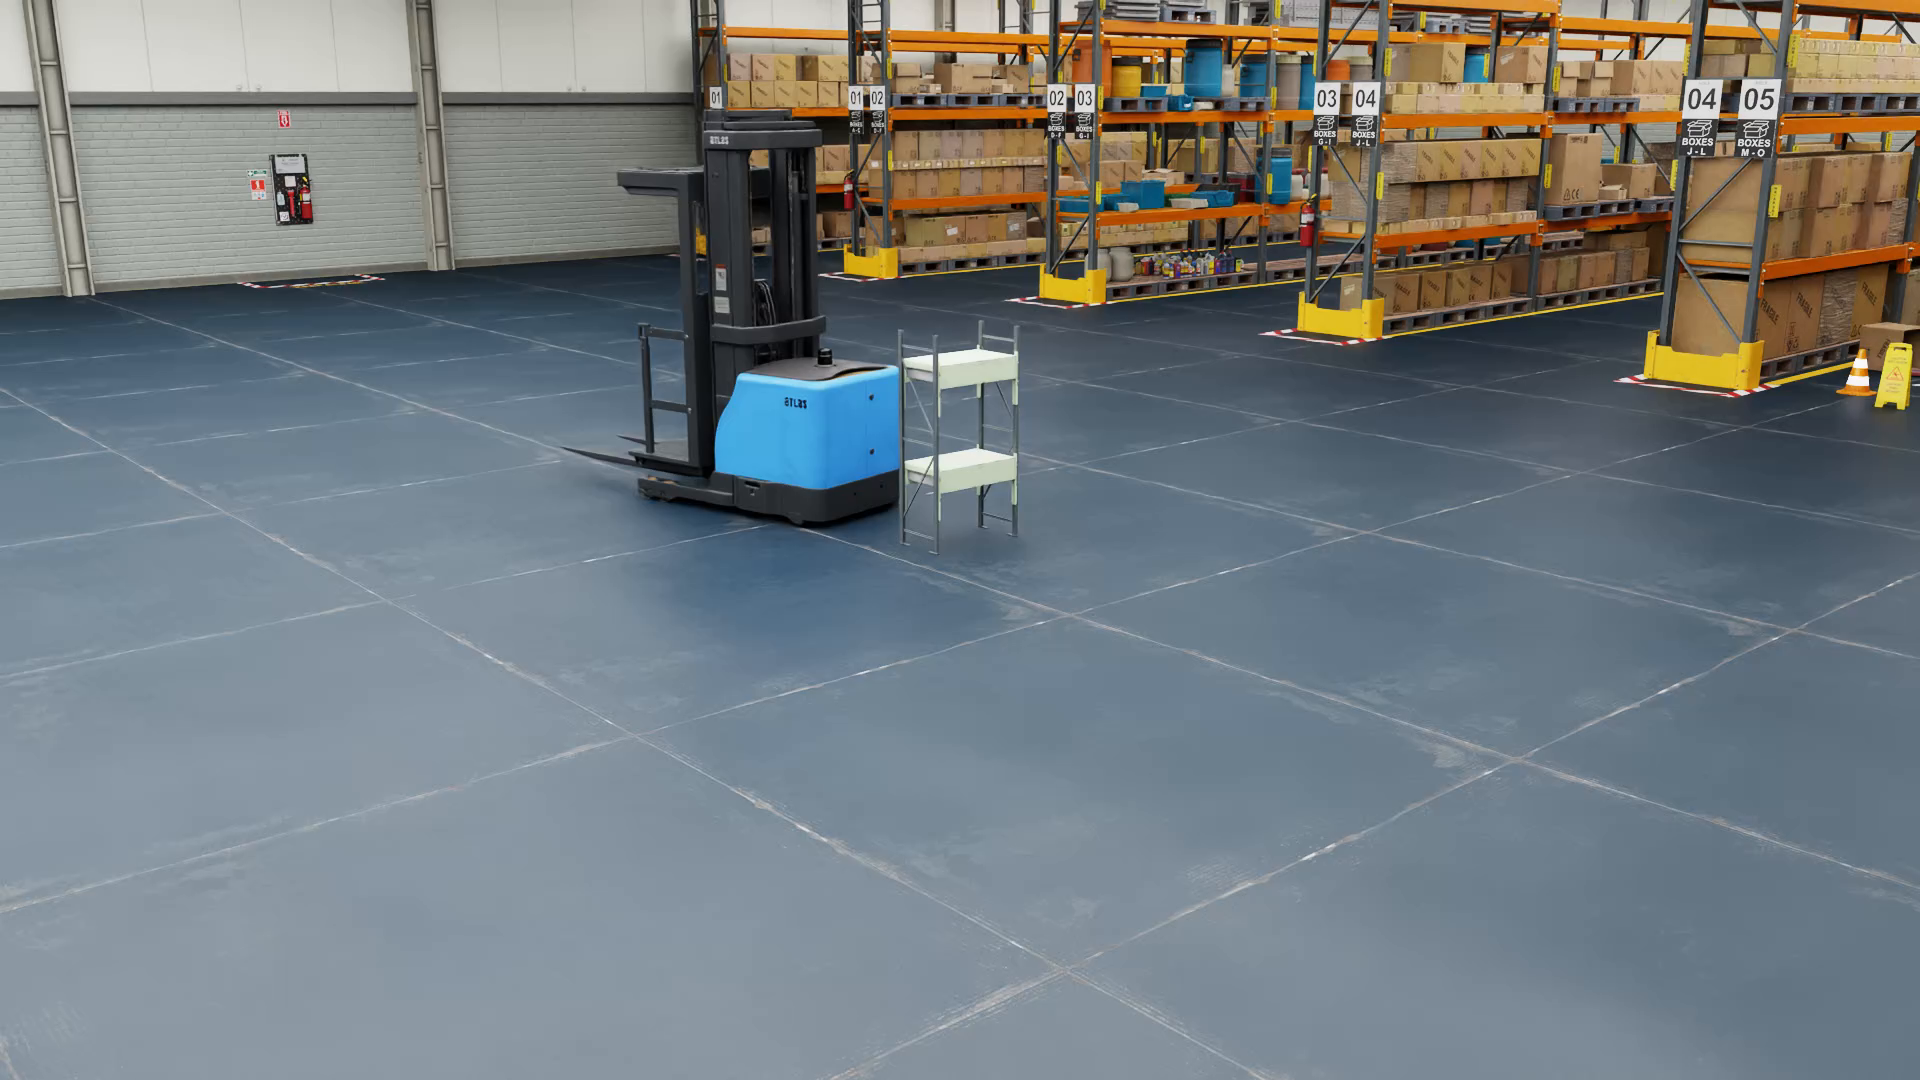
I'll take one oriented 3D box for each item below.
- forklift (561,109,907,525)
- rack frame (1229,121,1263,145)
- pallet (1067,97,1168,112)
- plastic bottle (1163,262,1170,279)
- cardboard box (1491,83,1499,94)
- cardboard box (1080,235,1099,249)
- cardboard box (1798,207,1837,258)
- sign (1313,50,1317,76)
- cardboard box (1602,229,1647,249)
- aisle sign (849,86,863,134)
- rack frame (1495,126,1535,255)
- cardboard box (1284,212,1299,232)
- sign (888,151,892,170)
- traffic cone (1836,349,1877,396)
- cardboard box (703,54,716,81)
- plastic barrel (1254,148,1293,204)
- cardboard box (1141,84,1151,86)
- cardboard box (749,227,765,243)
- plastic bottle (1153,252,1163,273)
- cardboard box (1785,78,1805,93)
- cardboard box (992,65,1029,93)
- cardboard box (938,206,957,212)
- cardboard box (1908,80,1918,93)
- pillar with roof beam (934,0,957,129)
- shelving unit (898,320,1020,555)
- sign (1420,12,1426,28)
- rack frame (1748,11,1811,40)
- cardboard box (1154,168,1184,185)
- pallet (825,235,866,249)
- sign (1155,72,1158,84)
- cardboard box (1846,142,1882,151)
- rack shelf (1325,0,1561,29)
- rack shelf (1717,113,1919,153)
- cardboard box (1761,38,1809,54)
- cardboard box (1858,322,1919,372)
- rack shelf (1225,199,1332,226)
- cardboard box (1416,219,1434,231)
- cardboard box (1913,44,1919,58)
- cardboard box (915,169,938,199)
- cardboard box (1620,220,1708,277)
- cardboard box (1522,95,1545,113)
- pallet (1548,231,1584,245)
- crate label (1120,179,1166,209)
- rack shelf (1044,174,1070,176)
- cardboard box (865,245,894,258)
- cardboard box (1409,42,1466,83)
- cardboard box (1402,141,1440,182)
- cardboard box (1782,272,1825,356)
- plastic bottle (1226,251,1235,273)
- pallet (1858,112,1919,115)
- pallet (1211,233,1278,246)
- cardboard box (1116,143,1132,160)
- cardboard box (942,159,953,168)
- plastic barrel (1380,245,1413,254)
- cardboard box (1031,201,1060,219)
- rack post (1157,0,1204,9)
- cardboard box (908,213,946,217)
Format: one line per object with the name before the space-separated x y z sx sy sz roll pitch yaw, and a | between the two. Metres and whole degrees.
forklift | -1.892 -1.807 12.834 3.031 2.935 1.130 11 18 35
rack frame | 7.269 -9.772 42.522 0.127 3.000 1.000 -13 19 -39
pallet | 2.390 -6.612 25.245 1.213 0.211 1.003 -13 19 -39
plastic bottle | 3.274 -4.274 26.372 0.097 0.271 0.097 0 15 0
cardboard box | 7.087 -6.137 22.617 0.250 0.149 0.380 -12 19 -37
cardboard box | 2.324 -5.757 32.003 0.500 0.250 0.500 -12 19 -38
cardboard box | 9.289 -3.498 18.743 0.550 0.550 0.875 -13 19 -39
sign | 4.604 -6.157 21.460 0.005 0.325 0.100 -13 19 -39
cardboard box | 10.503 -4.772 26.340 0.500 0.250 0.500 -12 19 -37
aisle sign | -1.789 -7.400 28.604 0.004 0.787 0.394 -13 19 -39
rack frame | 10.754 -7.166 32.765 0.127 3.000 1.000 -13 19 -39
cardboard box | 6.943 -6.914 35.814 0.500 0.500 0.500 -13 19 -39
sign | -1.187 -6.445 28.237 0.005 0.325 0.100 -13 19 -39
traffic cone | 9.466 -1.774 17.495 0.334 0.463 0.336 -13 19 -39
cardboard box | -4.648 -9.176 32.307 0.500 0.500 0.500 -12 19 -37
plastic barrel | 5.210 -6.059 27.651 0.708 0.901 0.600 -13 19 -39
cardboard box | 3.360 -8.758 32.390 0.500 0.250 0.500 -13 20 -40
cardboard box | -4.220 -6.075 33.038 0.500 0.311 0.500 13 20 41
plastic bottle | 3.235 -4.552 27.260 0.185 0.351 0.144 -12 19 -37
cardboard box | 8.602 -4.761 17.428 0.250 0.149 0.380 -12 19 -39
cardboard box | 0.918 -8.510 30.704 0.500 0.500 0.500 -11 18 -35
cardboard box | -0.471 -7.048 36.315 0.500 0.500 0.700 -12 19 -39
cardboard box | 10.896 -5.276 19.357 0.250 0.149 0.380 -12 19 -38
pillar with roof beam | 2.511 -10.425 33.343 0.400 9.000 9.100 -13 19 -39
shelving unit | -0.005 -0.723 11.552 0.755 1.500 0.431 -13 19 -39
sign | 8.103 -9.125 29.099 0.005 0.325 0.100 -13 19 -39
rack frame | 14.006 -9.100 28.381 0.127 3.000 1.000 -13 19 -39
cardboard box | 4.185 -7.357 33.653 0.500 0.311 0.500 -11 19 -36
pallet | -2.267 -6.272 34.820 1.213 0.211 1.003 -13 19 -39
sign | 4.615 -10.842 39.102 0.005 0.325 0.100 -13 19 -39
cardboard box | 16.828 -7.179 31.076 0.500 0.500 0.500 -12 19 -39
rack shelf | 6.462 -7.057 22.132 4.000 0.370 1.077 -13 19 -39
rack shelf | 9.642 -4.627 18.840 4.000 0.370 1.077 -13 19 -39
cardboard box | 8.594 -5.145 17.321 0.250 0.149 0.380 -12 19 -39
cardboard box | 10.653 -2.195 18.992 0.500 0.500 0.500 -9 17 -30
rack shelf | 6.228 -5.802 29.053 4.000 0.370 1.077 -13 19 -39
cardboard box | 6.093 -4.215 22.203 0.250 0.149 0.380 -13 19 -39
cardboard box | 10.893 -5.661 19.253 0.250 0.149 0.380 -13 20 -40
cardboard box | -0.793 -6.313 29.377 0.500 0.500 0.700 -12 19 -38
cardboard box | 11.523 -4.813 27.261 0.875 0.875 1.225 -14 20 -42
cardboard box | 7.798 -6.095 23.234 0.500 0.250 0.500 -12 19 -37
pallet | 13.124 -6.364 35.167 1.213 0.211 1.003 -13 19 -39
crate label | 2.913 -5.515 26.514 0.616 0.435 0.502 -13 19 -39
rack shelf | 2.742 -8.408 38.810 4.000 0.370 1.077 -13 19 -39
cardboard box | -1.336 -5.121 29.623 0.500 0.250 0.500 -13 19 -39
cardboard box | 6.250 -6.251 21.786 0.500 0.500 0.500 -13 20 -40
cardboard box | 5.929 -4.967 21.826 0.500 0.500 0.500 -13 19 -39
cardboard box | 9.263 -2.640 19.123 0.875 0.875 0.875 -13 20 -40
plastic bottle | 4.423 -4.578 27.358 0.185 0.351 0.144 -13 20 -41
pallet | 11.810 -5.385 20.657 1.217 0.209 0.805 -14 20 -42
pallet | 5.996 -6.431 35.416 1.213 0.211 1.003 -13 19 -39
cardboard box | 3.690 -9.081 39.124 0.500 0.500 0.500 -12 19 -39
cardboard box | -0.332 -6.659 29.418 0.250 0.149 0.380 -14 20 -41
plastic barrel | 8.095 -5.729 30.777 0.708 0.830 0.600 -13 19 -39
cardboard box | 1.874 -7.680 38.043 0.750 0.750 0.750 -13 20 -40
rack post | 3.143 -8.329 25.642 0.954 0.300 0.937 -13 20 -40
cardboard box | -0.593 -5.656 30.173 0.500 0.500 0.500 -13 19 -39
